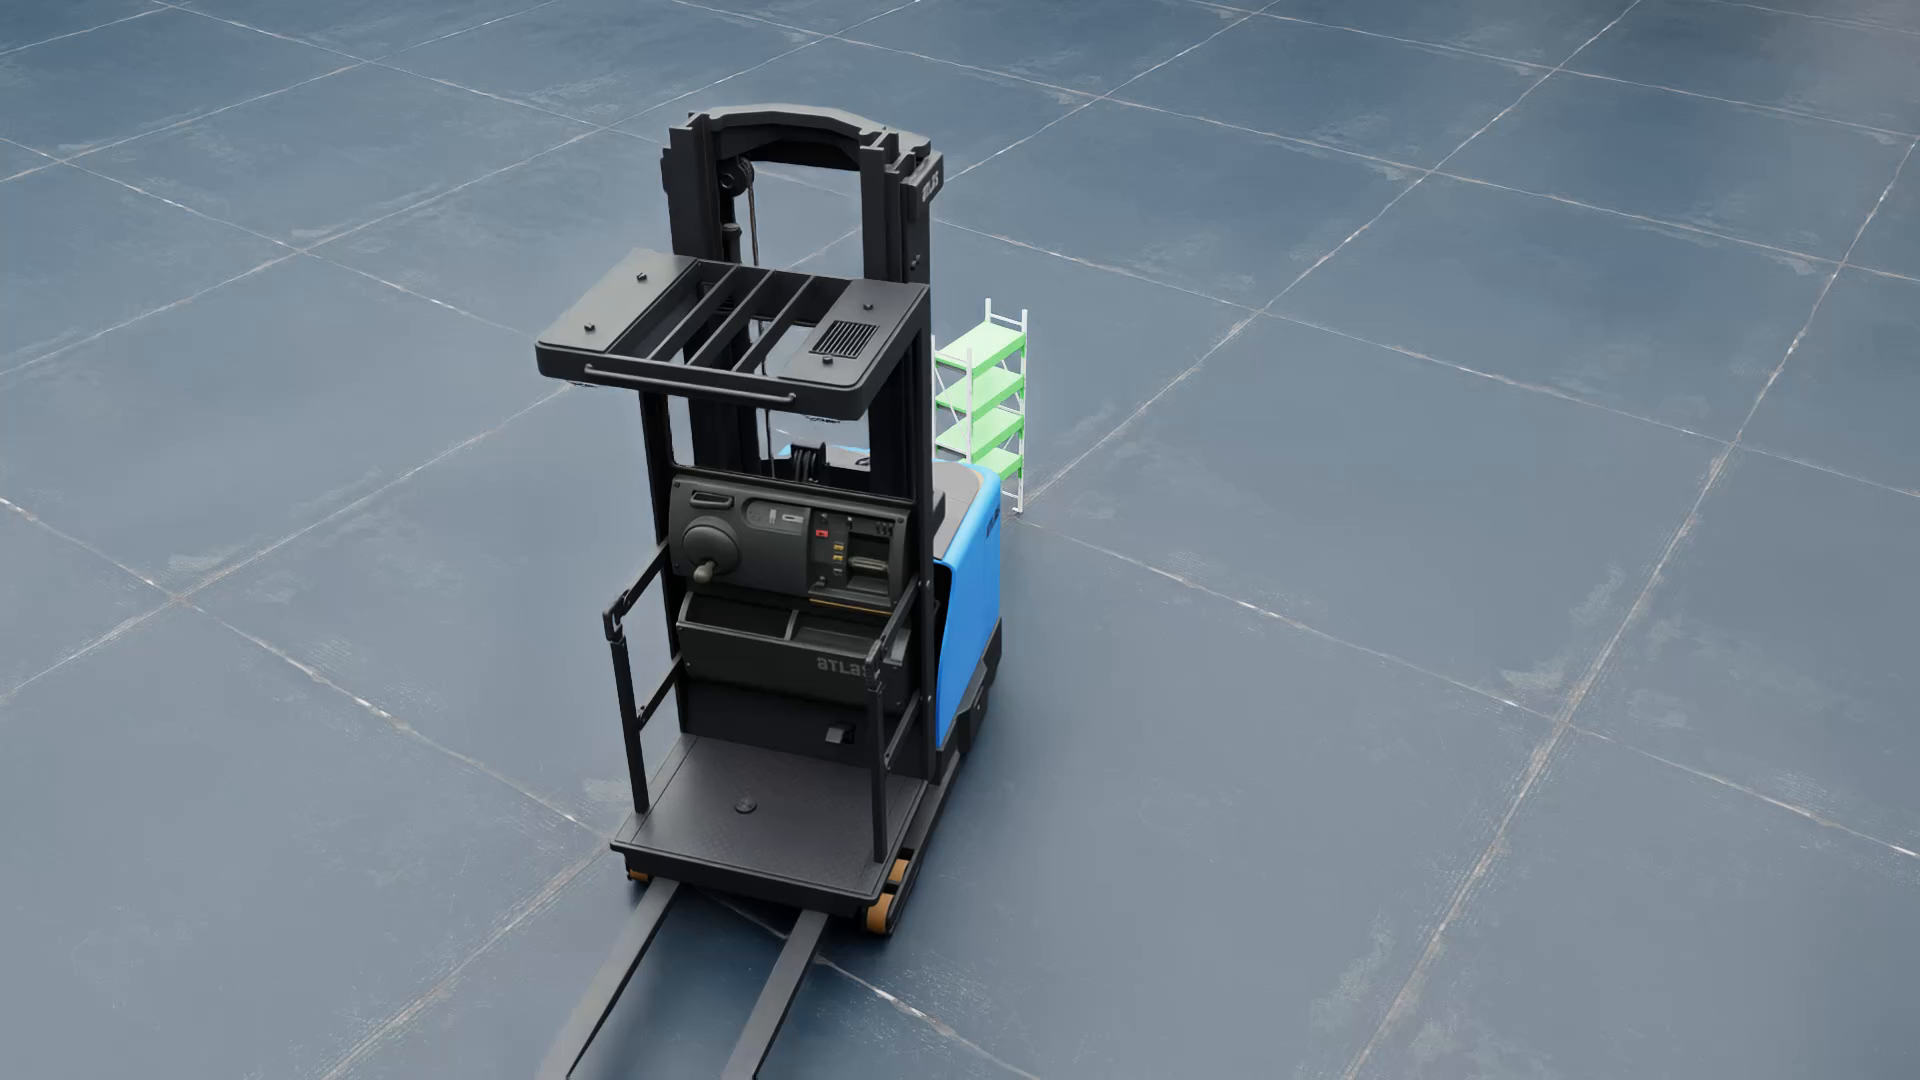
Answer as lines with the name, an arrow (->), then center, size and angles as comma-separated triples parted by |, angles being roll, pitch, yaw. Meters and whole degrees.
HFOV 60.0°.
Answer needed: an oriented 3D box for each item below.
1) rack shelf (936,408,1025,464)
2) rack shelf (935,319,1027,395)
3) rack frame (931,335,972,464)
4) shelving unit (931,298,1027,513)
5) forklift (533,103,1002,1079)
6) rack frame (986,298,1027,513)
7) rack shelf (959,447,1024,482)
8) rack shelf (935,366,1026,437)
rack shelf -> 0.094, -0.520, 8.562 | 0.258, 0.148, 0.480 | 21, 39, 28
rack shelf -> 0.094, -0.918, 8.293 | 0.258, 0.148, 0.480 | 21, 39, 28
rack frame -> -0.045, -0.461, 8.360 | 0.240, 1.200, 0.015 | 21, 39, 28
shelving unit -> 0.094, -0.573, 8.527 | 0.258, 1.200, 0.503 | 21, 39, 28
forklift -> -0.703, 0.075, 6.023 | 1.130, 2.935, 3.031 | 9, 35, 13
rack frame -> 0.234, -0.685, 8.693 | 0.240, 1.200, 0.015 | 21, 39, 28
rack shelf -> 0.094, -0.321, 8.697 | 0.258, 0.148, 0.480 | 21, 39, 28
rack shelf -> 0.094, -0.719, 8.428 | 0.258, 0.148, 0.480 | 21, 39, 28
